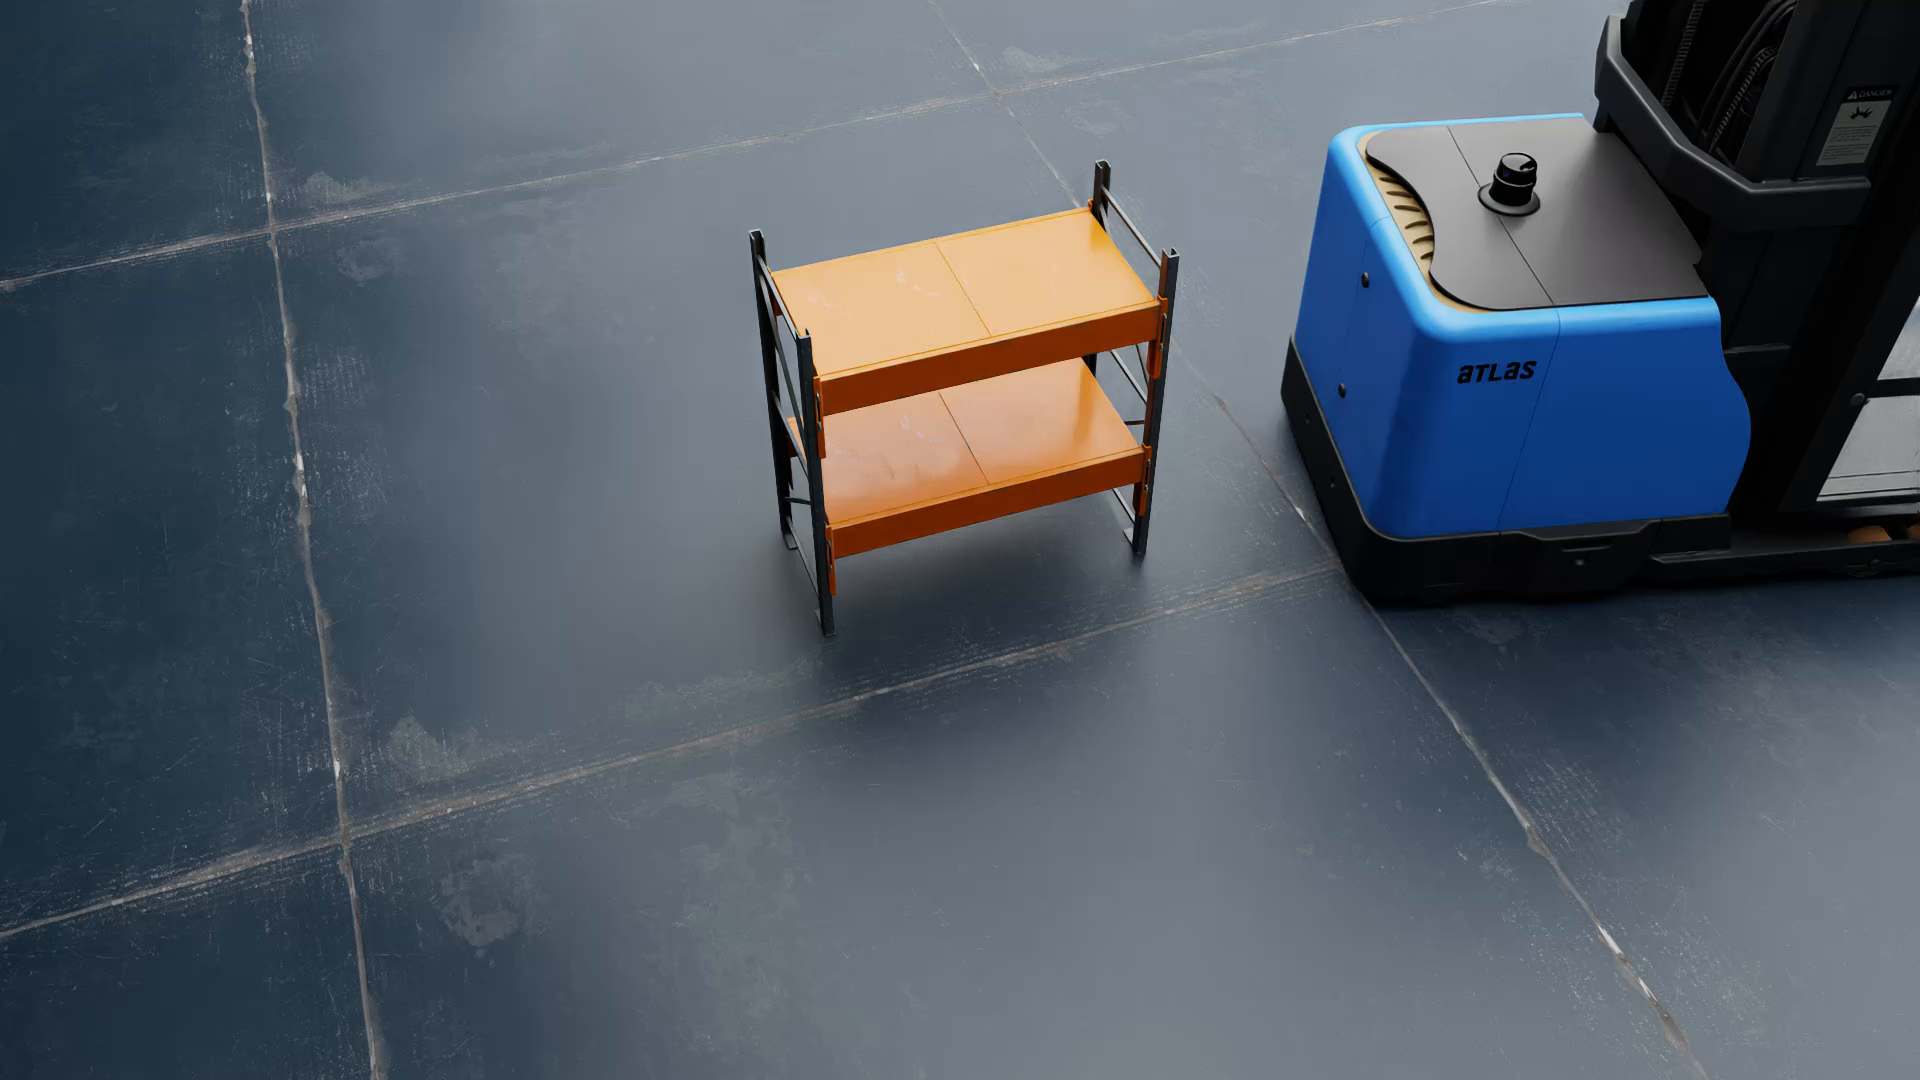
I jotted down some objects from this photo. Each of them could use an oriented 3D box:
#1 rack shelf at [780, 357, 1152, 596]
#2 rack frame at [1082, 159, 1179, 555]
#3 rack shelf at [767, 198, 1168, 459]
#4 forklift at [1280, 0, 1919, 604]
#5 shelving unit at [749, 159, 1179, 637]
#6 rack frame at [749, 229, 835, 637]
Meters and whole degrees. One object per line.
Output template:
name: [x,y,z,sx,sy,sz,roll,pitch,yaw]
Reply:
rack shelf: [0.006,-0.226,5.026,1.000,0.278,0.538,-14,47,-14]
rack frame: [0.485,-0.521,4.975,0.032,1.125,0.500,-14,47,-14]
rack shelf: [0.006,-0.605,4.646,1.000,0.278,0.538,-14,47,-14]
forklift: [2.639,-1.290,4.467,3.031,2.935,1.130,-5,45,-4]
shelving unit: [0.006,-0.399,4.853,1.048,1.125,0.538,-14,47,-14]
rack frame: [-0.472,-0.276,4.731,0.032,1.125,0.500,-14,47,-14]
